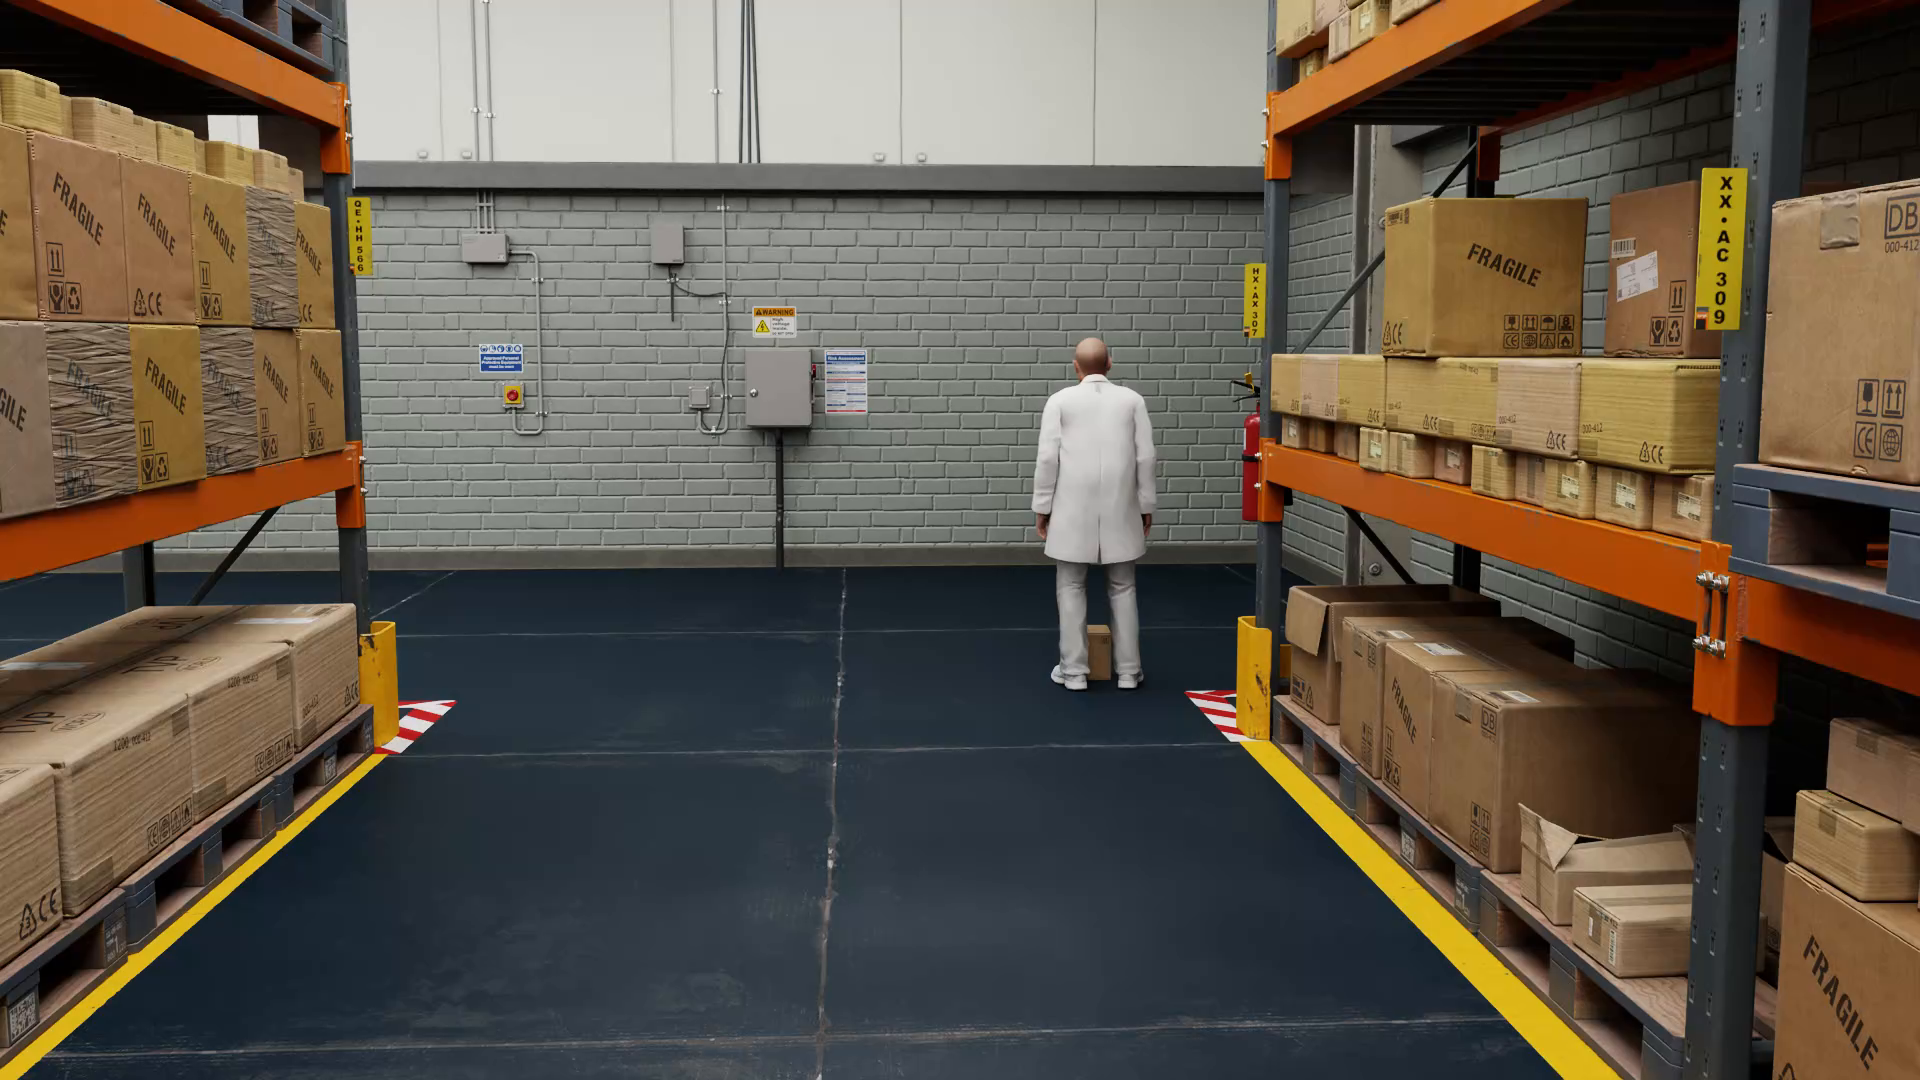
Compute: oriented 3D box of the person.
[{"bbox_3d":[0.686,-0.136,8.453,0.644,1.774,0.420,0,7,-3],"label":"person"}]
